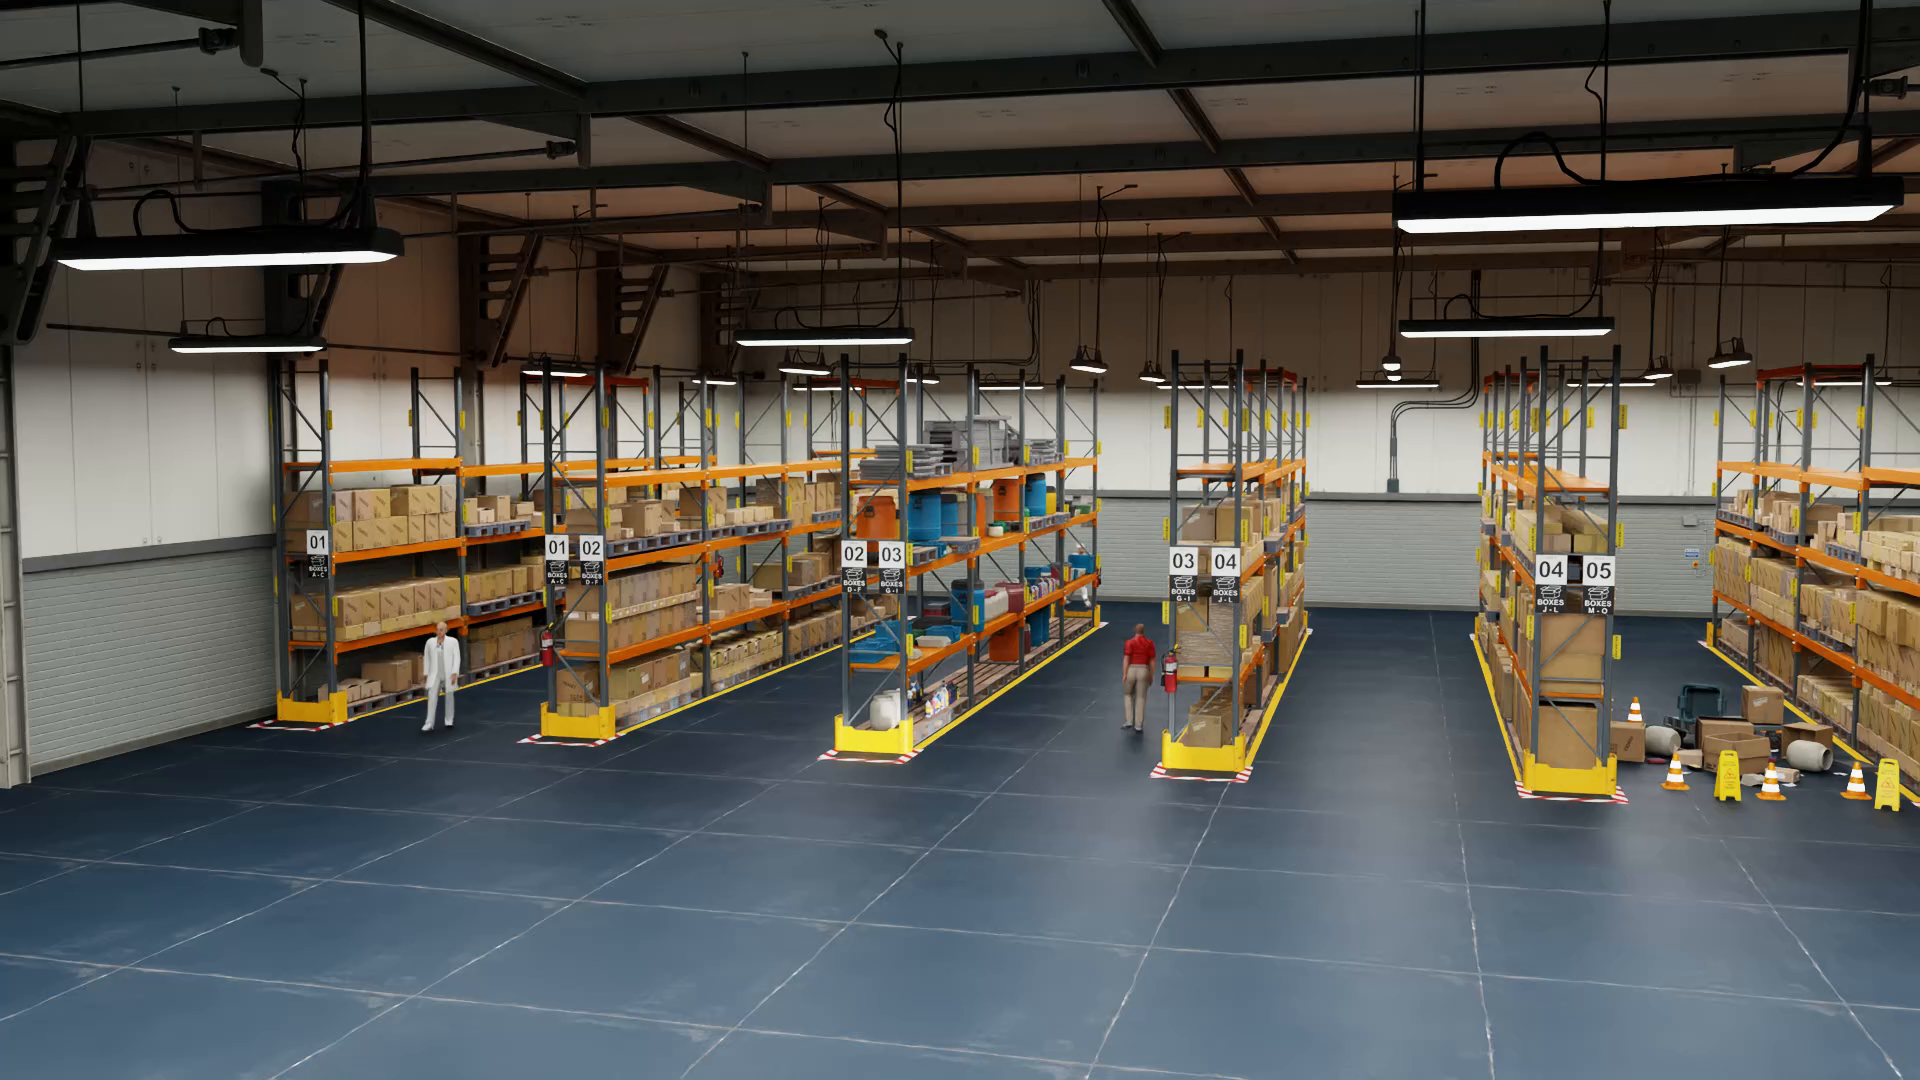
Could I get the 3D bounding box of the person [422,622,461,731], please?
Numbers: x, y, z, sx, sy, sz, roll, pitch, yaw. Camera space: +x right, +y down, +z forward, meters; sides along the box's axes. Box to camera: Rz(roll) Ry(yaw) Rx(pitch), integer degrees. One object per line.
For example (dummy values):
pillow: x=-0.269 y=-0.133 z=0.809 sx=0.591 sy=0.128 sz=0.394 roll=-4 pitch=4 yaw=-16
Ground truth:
person: x=-8.349 y=2.187 z=26.772 sx=0.600 sy=1.729 sz=1.105 roll=-1 pitch=4 yaw=-13

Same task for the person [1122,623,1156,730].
person: x=2.894 y=2.237 z=26.915 sx=0.547 sy=1.777 sz=0.609 roll=0 pitch=4 yaw=5

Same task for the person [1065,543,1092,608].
person: x=3.213 y=0.937 z=44.626 sx=1.143 sy=1.730 sz=0.499 roll=3 pitch=5 yaw=33
